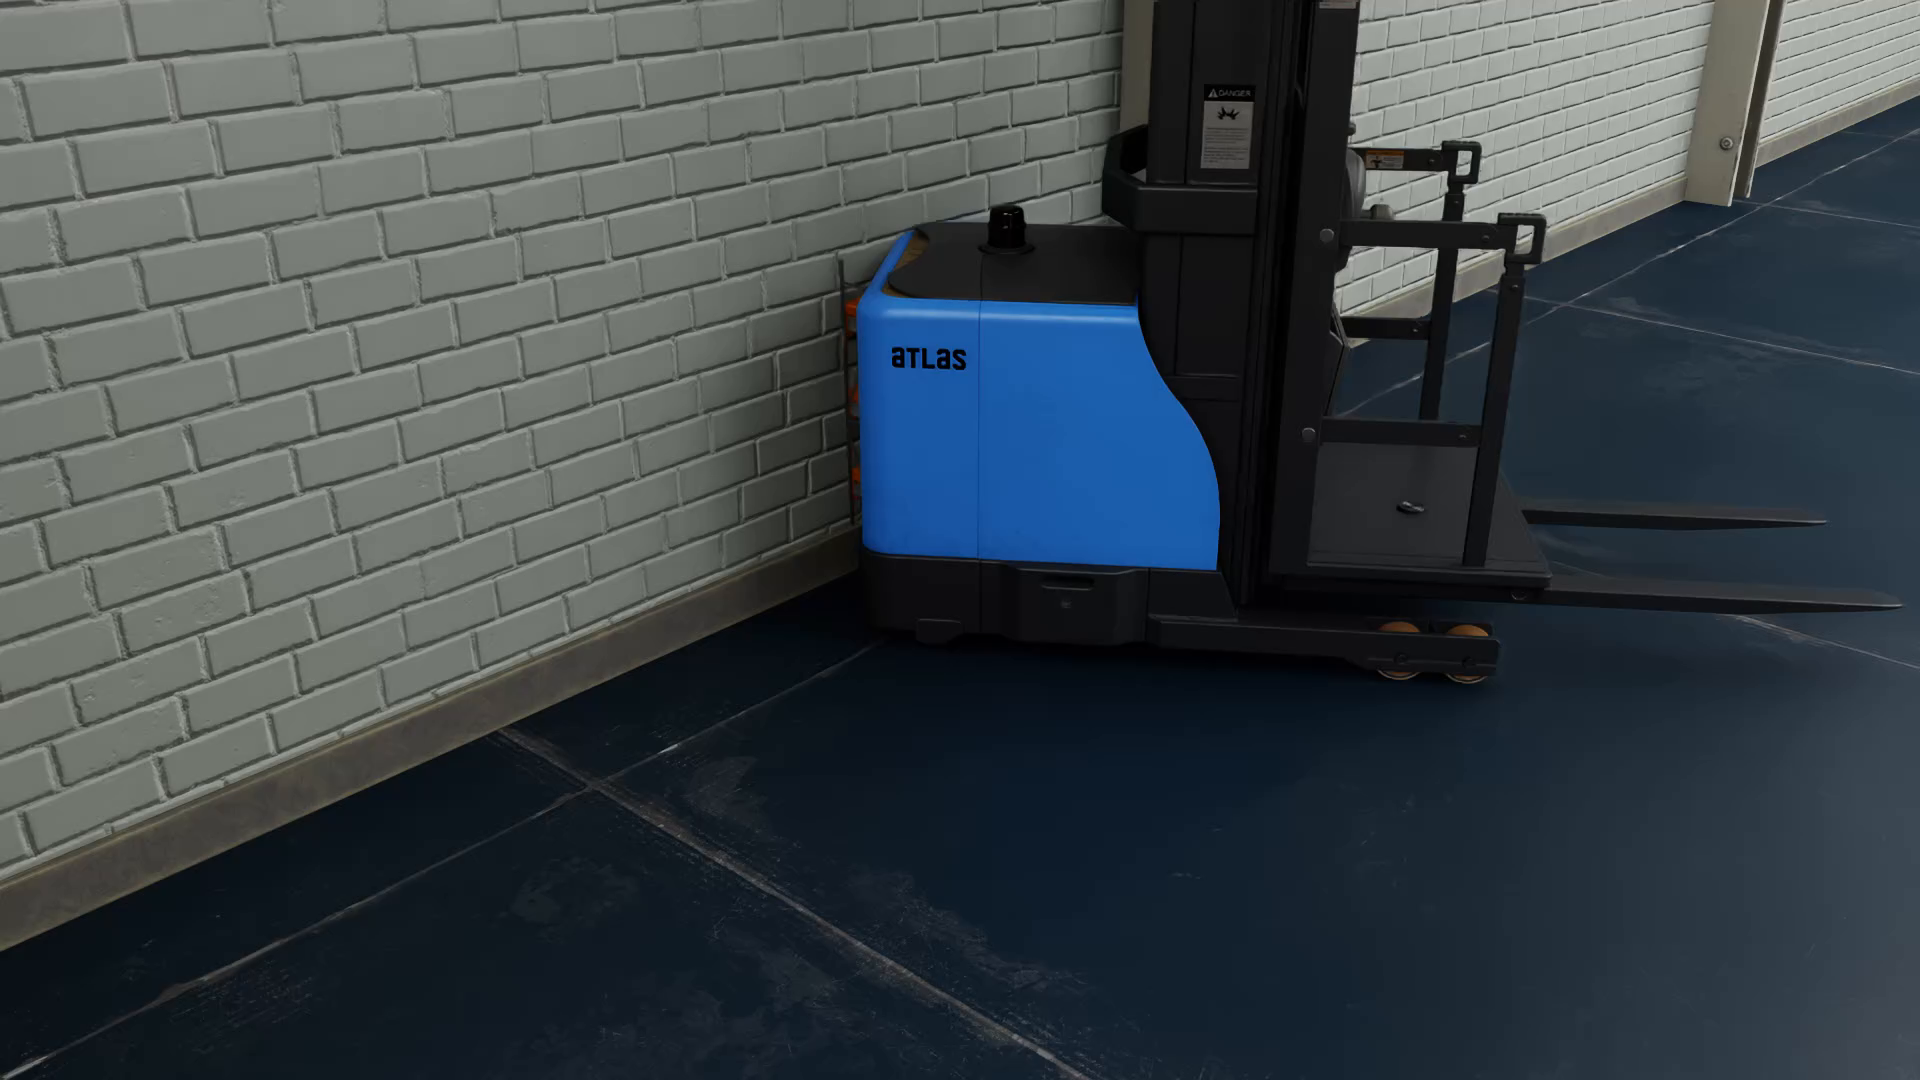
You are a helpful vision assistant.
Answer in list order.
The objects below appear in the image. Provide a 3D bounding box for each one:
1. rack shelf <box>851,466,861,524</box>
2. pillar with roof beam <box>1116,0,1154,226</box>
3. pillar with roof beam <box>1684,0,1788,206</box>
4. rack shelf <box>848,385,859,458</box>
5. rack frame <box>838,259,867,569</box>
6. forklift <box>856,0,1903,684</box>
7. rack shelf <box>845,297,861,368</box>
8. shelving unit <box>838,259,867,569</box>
[{"bbox_3d":[-0.210,-0.137,5.478,0.215,0.259,0.240,22,33,39],"label":"rack shelf"},{"bbox_3d":[4.022,-3.291,2.090,9.100,9.000,0.400,20,31,38],"label":"pillar with roof beam"},{"bbox_3d":[8.027,-5.119,6.167,9.100,9.000,0.400,20,31,38],"label":"pillar with roof beam"},{"bbox_3d":[-0.212,-0.388,5.359,0.215,0.259,0.240,22,33,39],"label":"rack shelf"},{"bbox_3d":[-0.297,-0.360,5.275,0.200,1.050,0.008,22,33,39],"label":"rack frame"},{"bbox_3d":[1.249,-1.151,4.735,3.031,2.935,1.130,3,24,6],"label":"forklift"},{"bbox_3d":[-0.215,-0.645,5.238,0.215,0.259,0.240,22,33,39],"label":"rack shelf"},{"bbox_3d":[-0.212,-0.398,5.355,0.215,1.050,0.252,22,33,39],"label":"shelving unit"}]
